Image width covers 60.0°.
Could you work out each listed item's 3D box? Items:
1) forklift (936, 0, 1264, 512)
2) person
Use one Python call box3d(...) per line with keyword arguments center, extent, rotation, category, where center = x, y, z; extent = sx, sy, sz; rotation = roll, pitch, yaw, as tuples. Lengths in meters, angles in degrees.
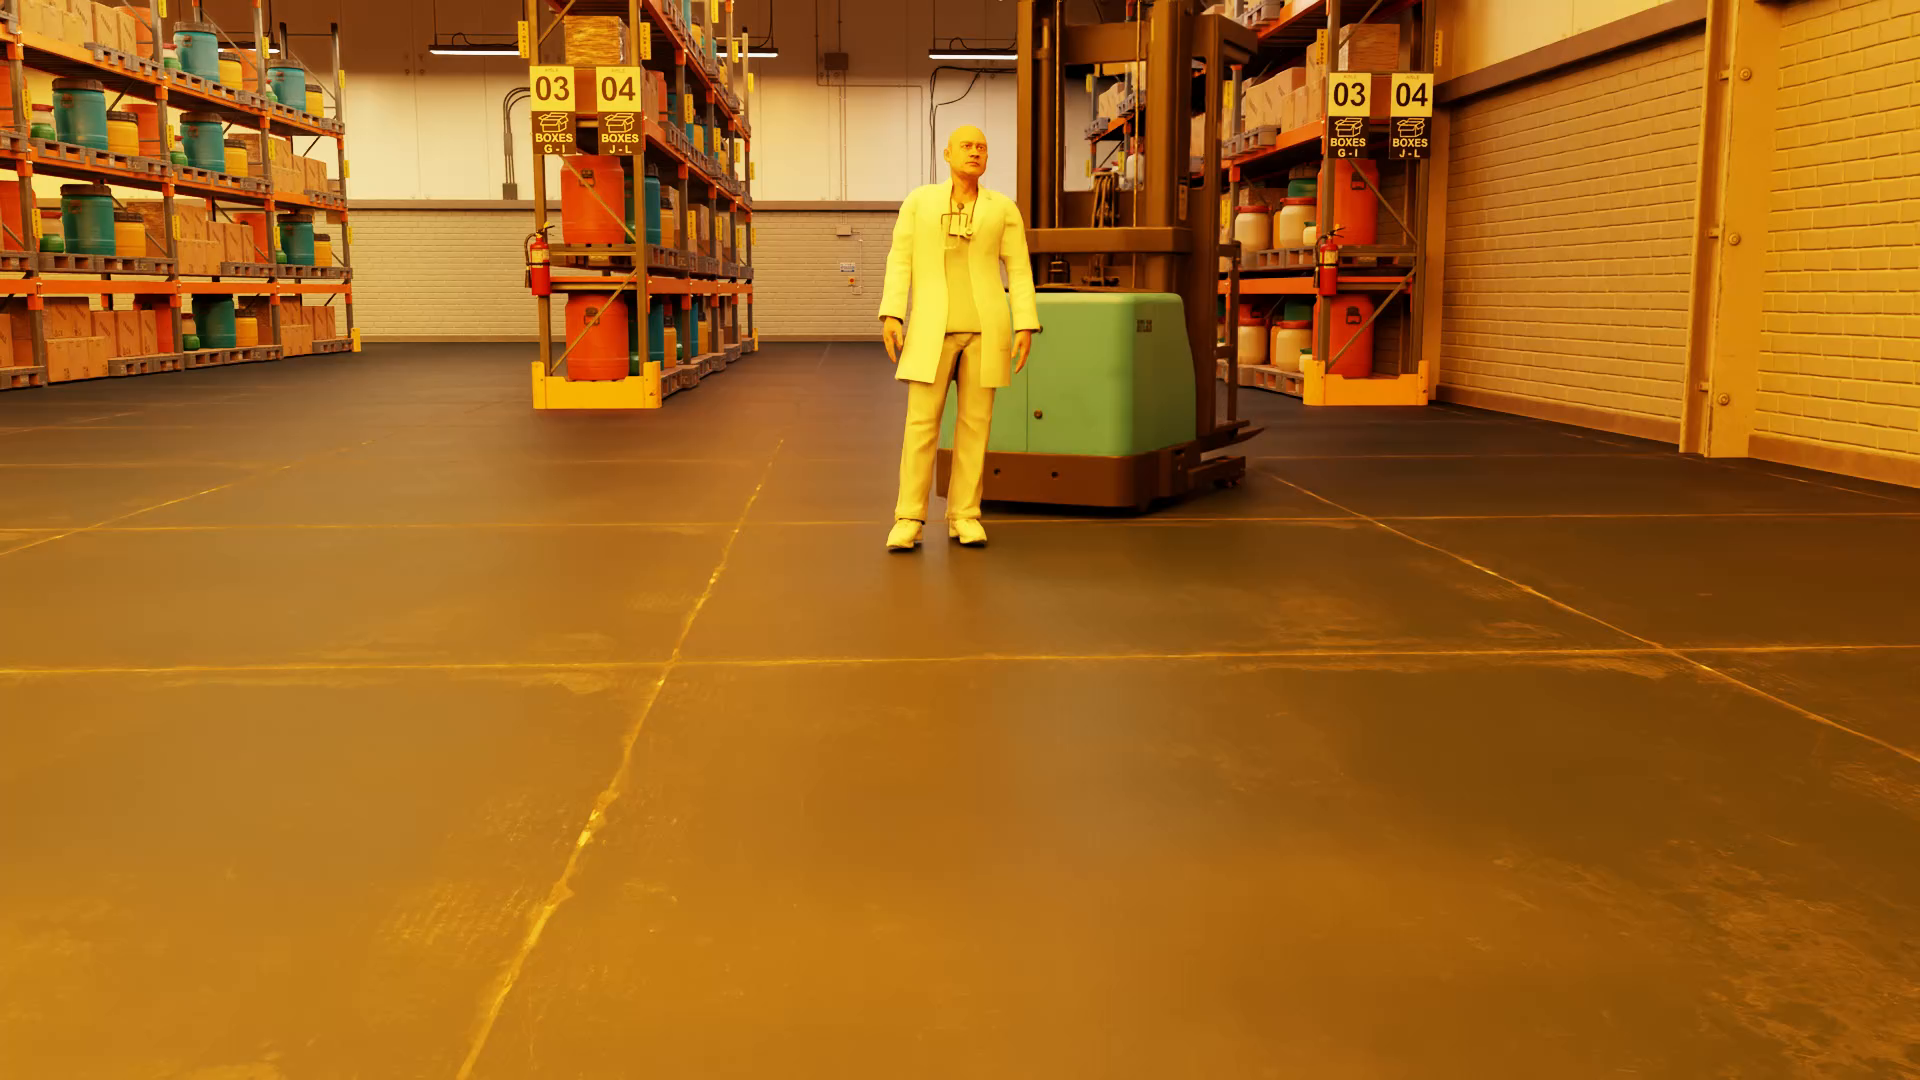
box3d(center=(0.974, -1.762, 9.195), extent=(1.130, 2.935, 3.031), rotation=(4, 9, 25), category="forklift")
box3d(center=(0.001, -0.873, 7.089), extent=(0.694, 1.775, 0.581), rotation=(-1, 8, -4), category="person")
